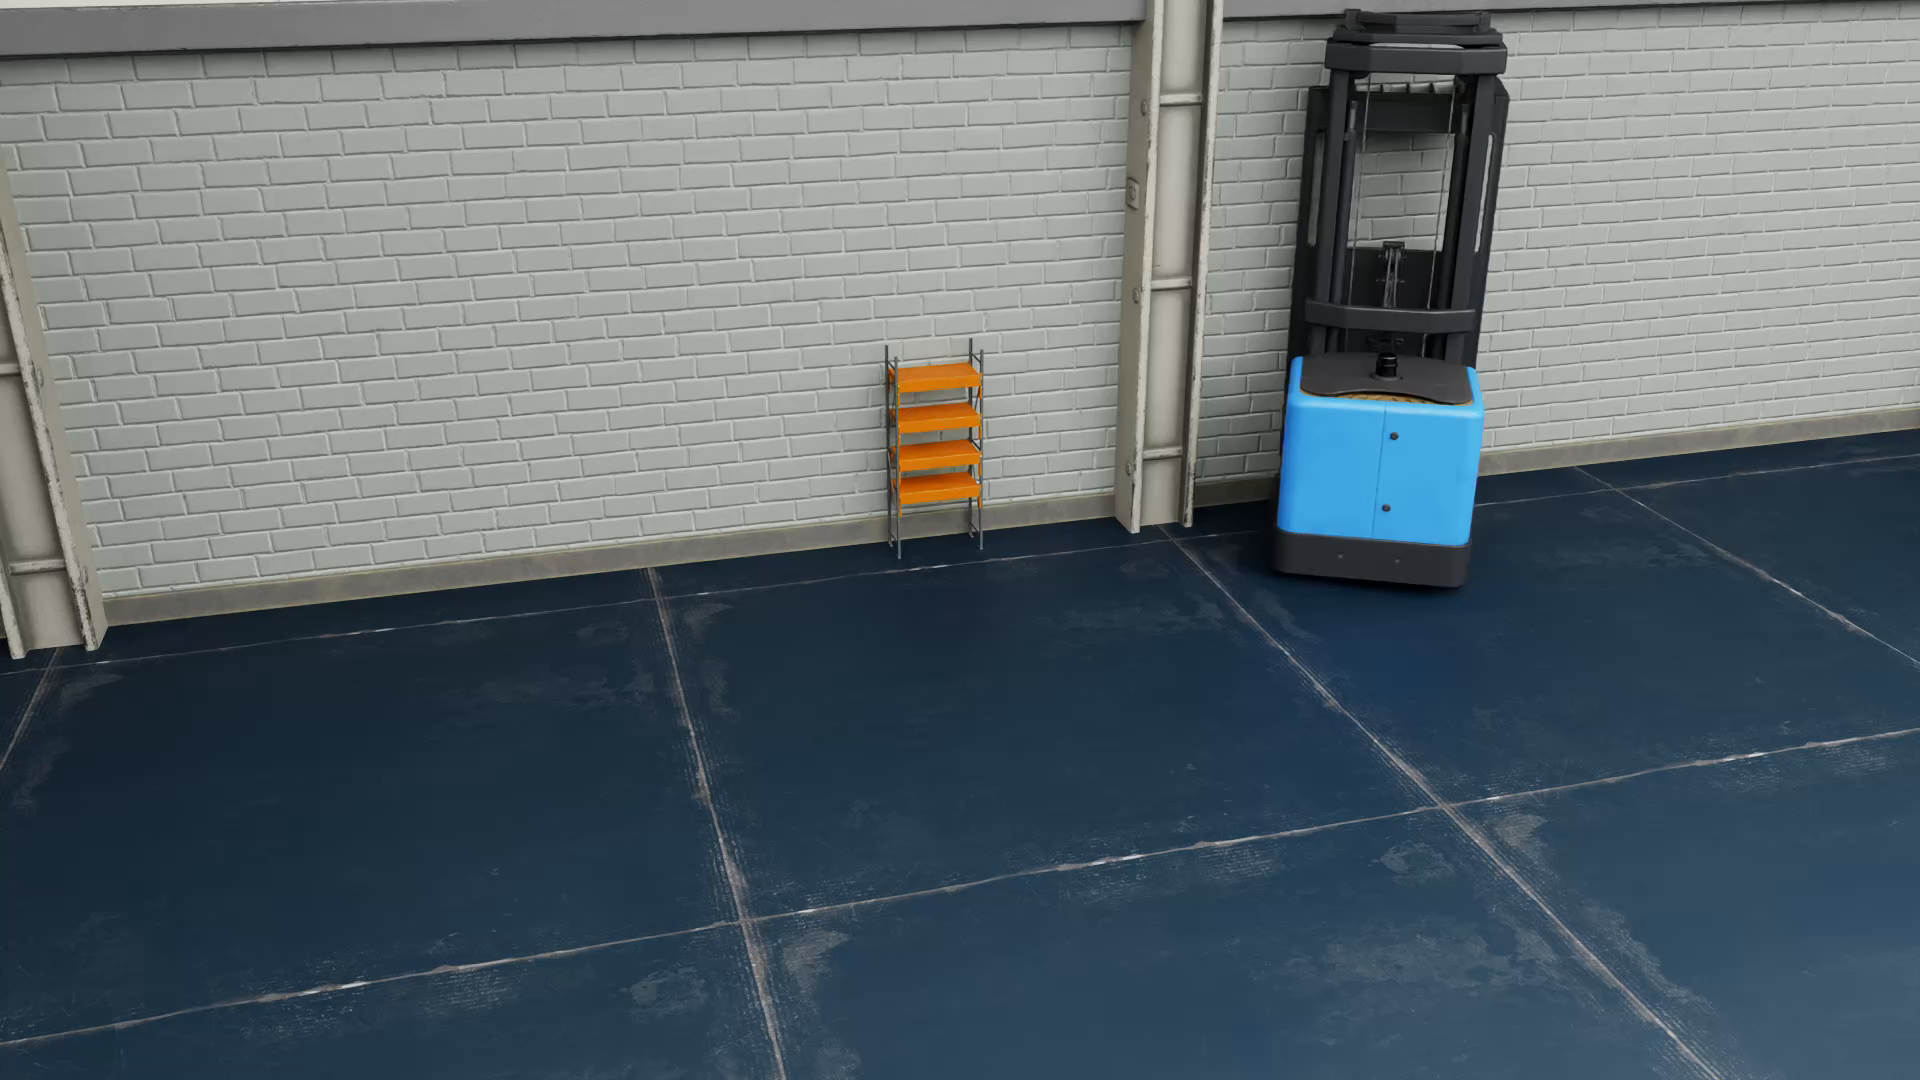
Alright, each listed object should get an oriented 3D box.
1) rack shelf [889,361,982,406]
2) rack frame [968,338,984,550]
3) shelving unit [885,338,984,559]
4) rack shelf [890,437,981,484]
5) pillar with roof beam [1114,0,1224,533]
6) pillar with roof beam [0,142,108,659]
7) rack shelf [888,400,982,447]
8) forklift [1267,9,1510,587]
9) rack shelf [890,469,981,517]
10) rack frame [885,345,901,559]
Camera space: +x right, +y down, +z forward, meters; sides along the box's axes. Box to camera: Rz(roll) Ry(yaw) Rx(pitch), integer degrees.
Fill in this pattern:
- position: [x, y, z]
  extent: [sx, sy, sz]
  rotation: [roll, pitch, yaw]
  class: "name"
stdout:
- position: [-0.144, -0.875, 9.270]
  extent: [0.480, 0.148, 0.258]
  rotation: [-7, 24, -15]
  class: "rack shelf"
- position: [0.091, -0.541, 9.488]
  extent: [0.015, 1.200, 0.240]
  rotation: [-7, 24, -15]
  class: "rack frame"
- position: [-0.144, -0.514, 9.426]
  extent: [0.503, 1.200, 0.258]
  rotation: [-7, 24, -15]
  class: "shelving unit"
- position: [-0.144, -0.452, 9.453]
  extent: [0.480, 0.148, 0.258]
  rotation: [-7, 24, -15]
  class: "rack shelf"
- position: [2.324, -2.621, 4.446]
  extent: [0.400, 9.000, 9.100]
  rotation: [-6, 24, -14]
  class: "pillar with roof beam"
- position: [-3.453, -1.982, 2.956]
  extent: [0.400, 9.000, 9.100]
  rotation: [-6, 24, -14]
  class: "pillar with roof beam"
- position: [-0.144, -0.658, 9.364]
  extent: [0.480, 0.148, 0.258]
  rotation: [-7, 24, -15]
  class: "rack shelf"
- position: [2.540, -1.645, 9.866]
  extent: [1.130, 2.935, 3.031]
  rotation: [5, 24, 11]
  class: "forklift"
- position: [-0.144, -0.270, 9.531]
  extent: [0.480, 0.148, 0.258]
  rotation: [-7, 24, -15]
  class: "rack shelf"
- position: [-0.378, -0.487, 9.363]
  extent: [0.015, 1.200, 0.240]
  rotation: [-7, 24, -15]
  class: "rack frame"
